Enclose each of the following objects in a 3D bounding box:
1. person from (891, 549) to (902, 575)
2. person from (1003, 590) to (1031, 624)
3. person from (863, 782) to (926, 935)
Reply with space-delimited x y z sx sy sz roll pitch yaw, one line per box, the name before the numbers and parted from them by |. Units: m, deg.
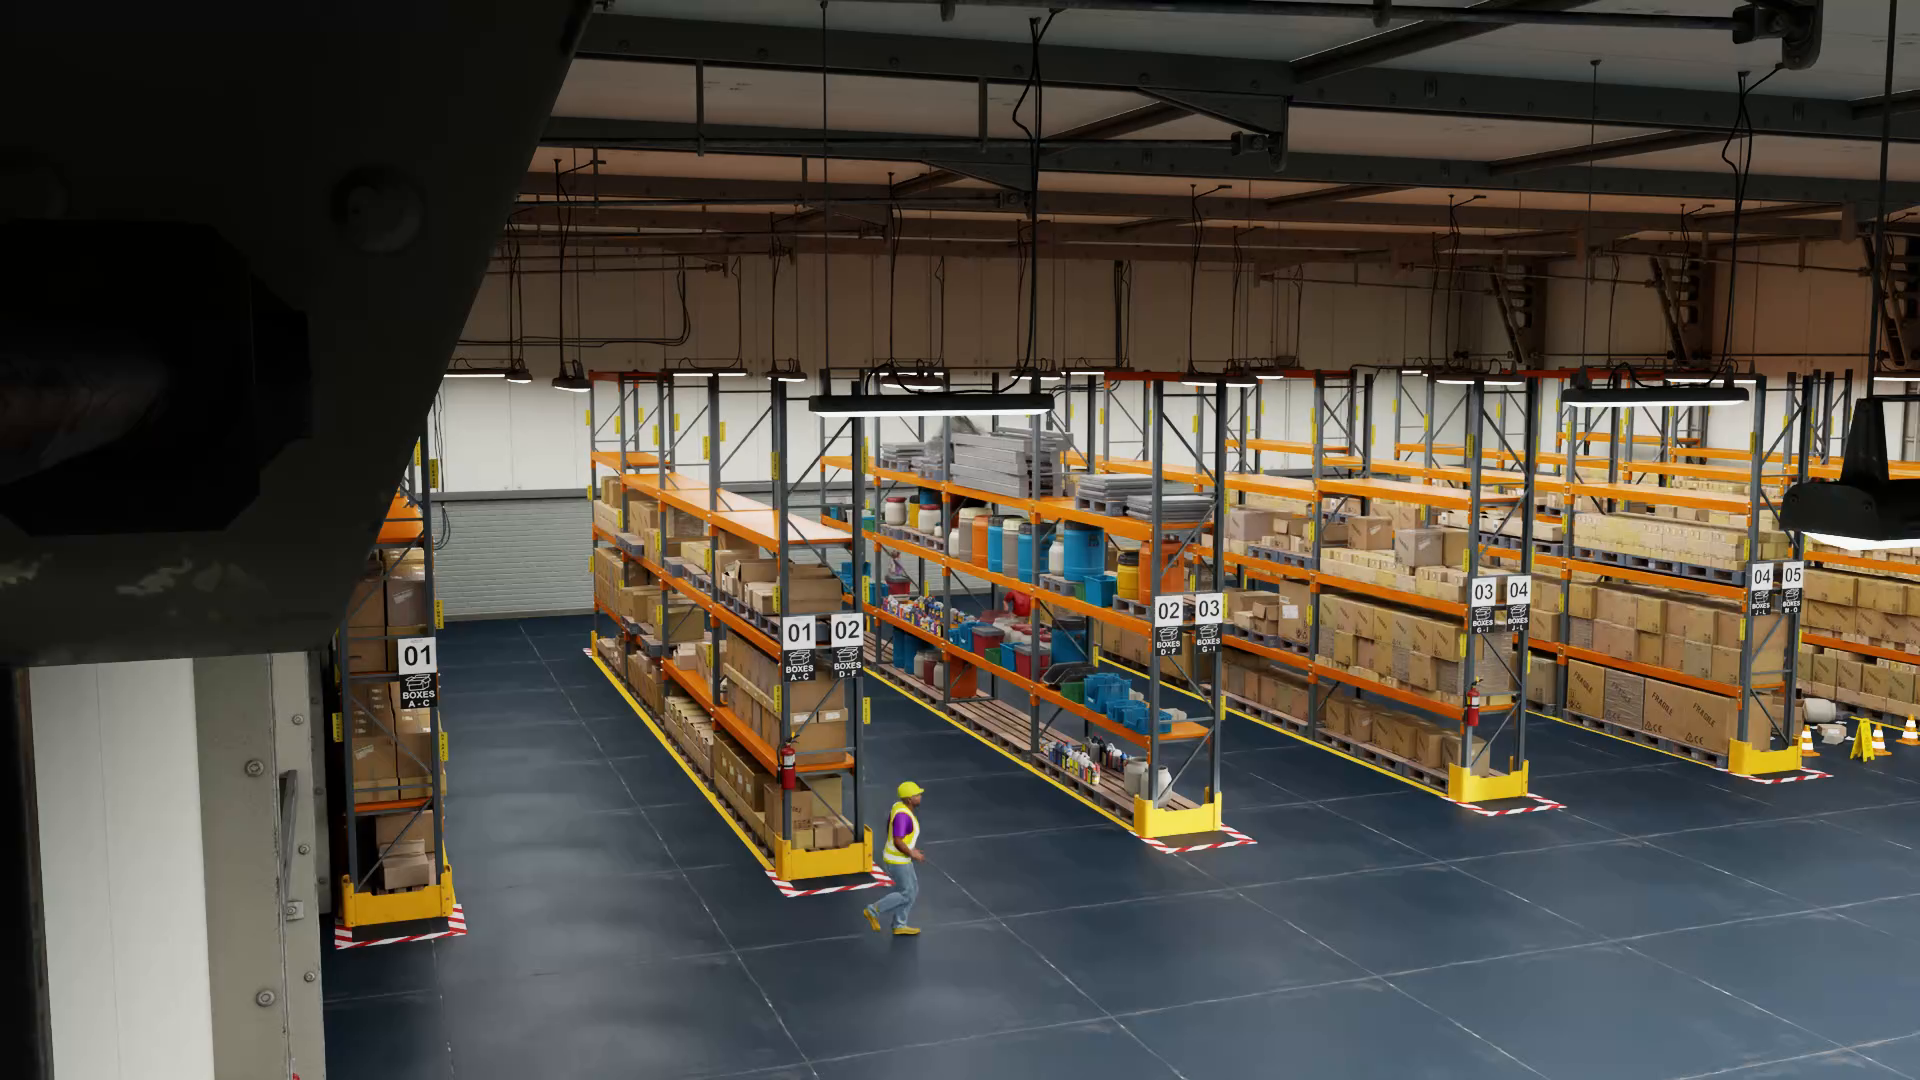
person | -1.623 1.008 40.863 0.596 1.569 0.547 0 6 -4
person | 1.176 1.604 32.342 0.627 1.757 0.886 -4 8 -33
person | -0.714 3.477 18.117 0.689 1.712 0.700 0 6 -1
